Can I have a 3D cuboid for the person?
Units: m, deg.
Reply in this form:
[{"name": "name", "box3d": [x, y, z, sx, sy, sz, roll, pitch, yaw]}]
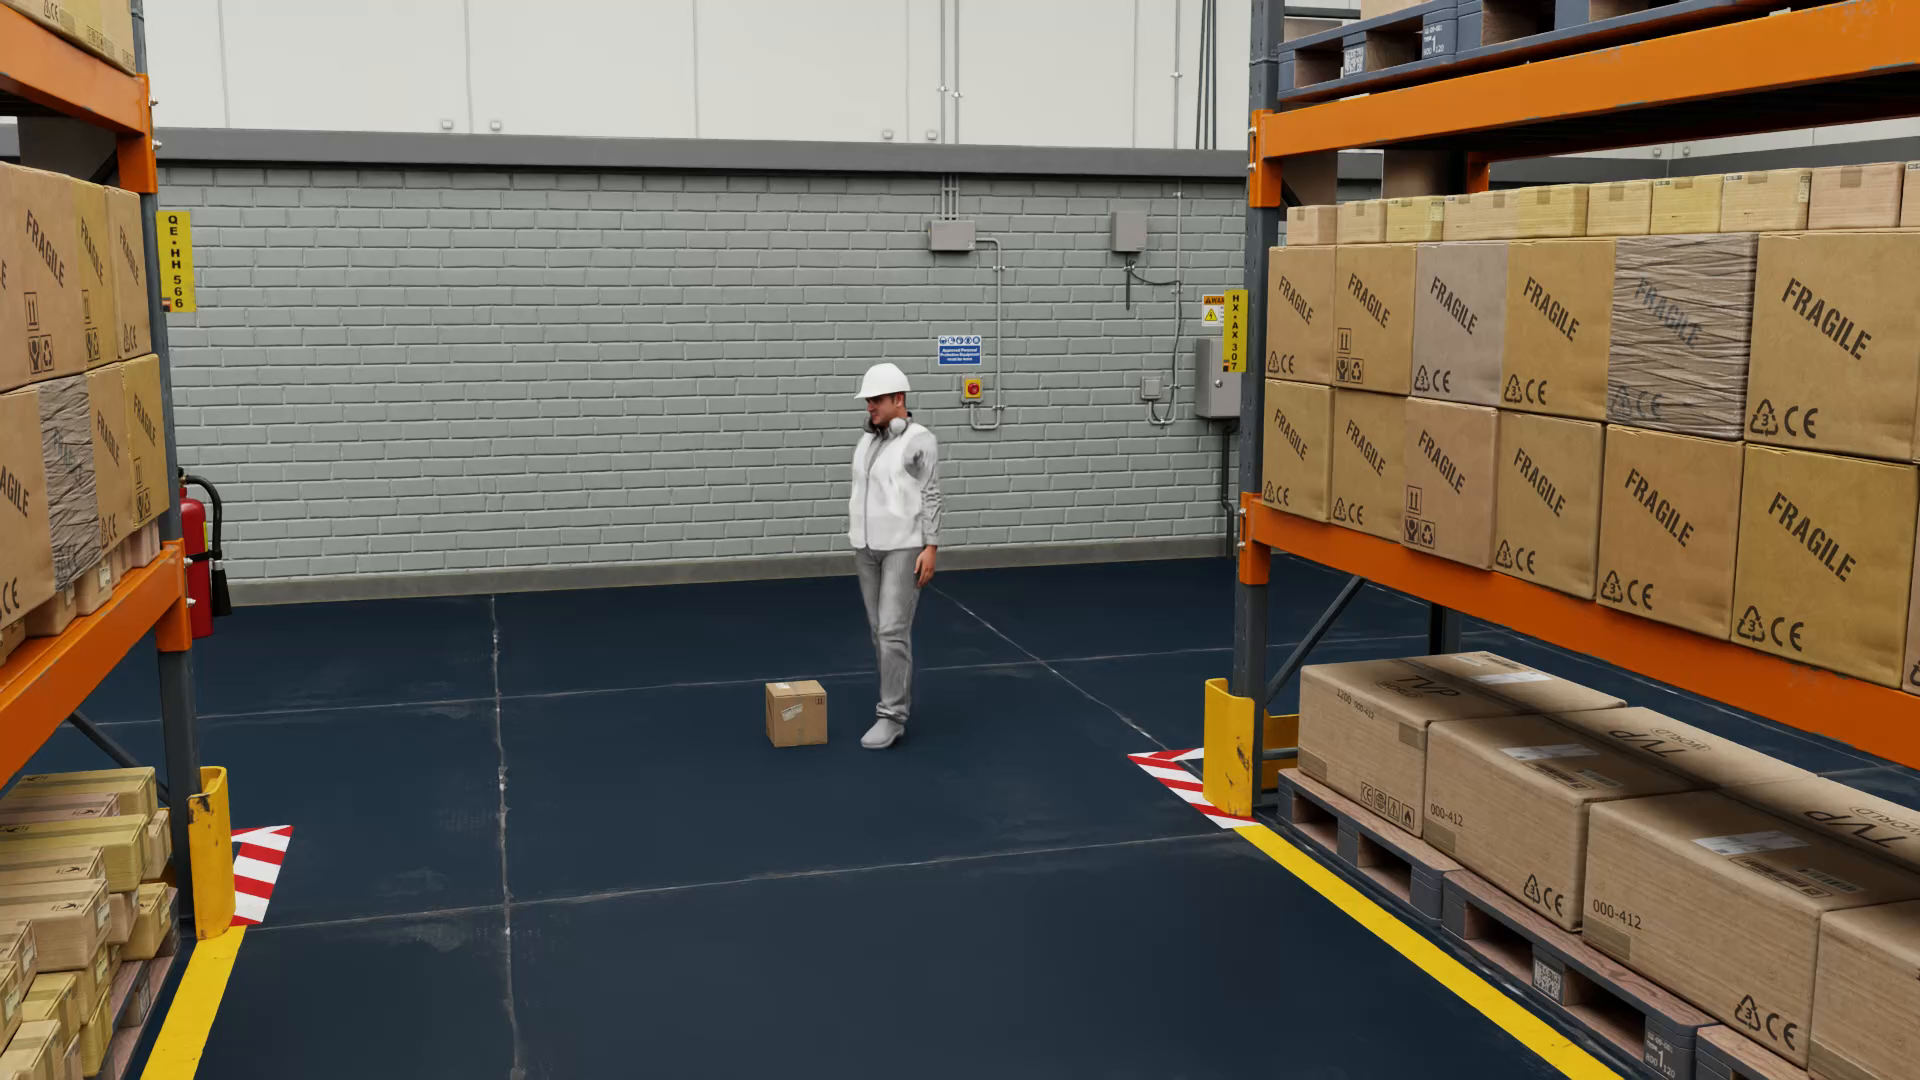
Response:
[{"name": "person", "box3d": [-0.404, 0.052, 7.953, 0.568, 1.768, 0.614, 8, 12, 41]}]
